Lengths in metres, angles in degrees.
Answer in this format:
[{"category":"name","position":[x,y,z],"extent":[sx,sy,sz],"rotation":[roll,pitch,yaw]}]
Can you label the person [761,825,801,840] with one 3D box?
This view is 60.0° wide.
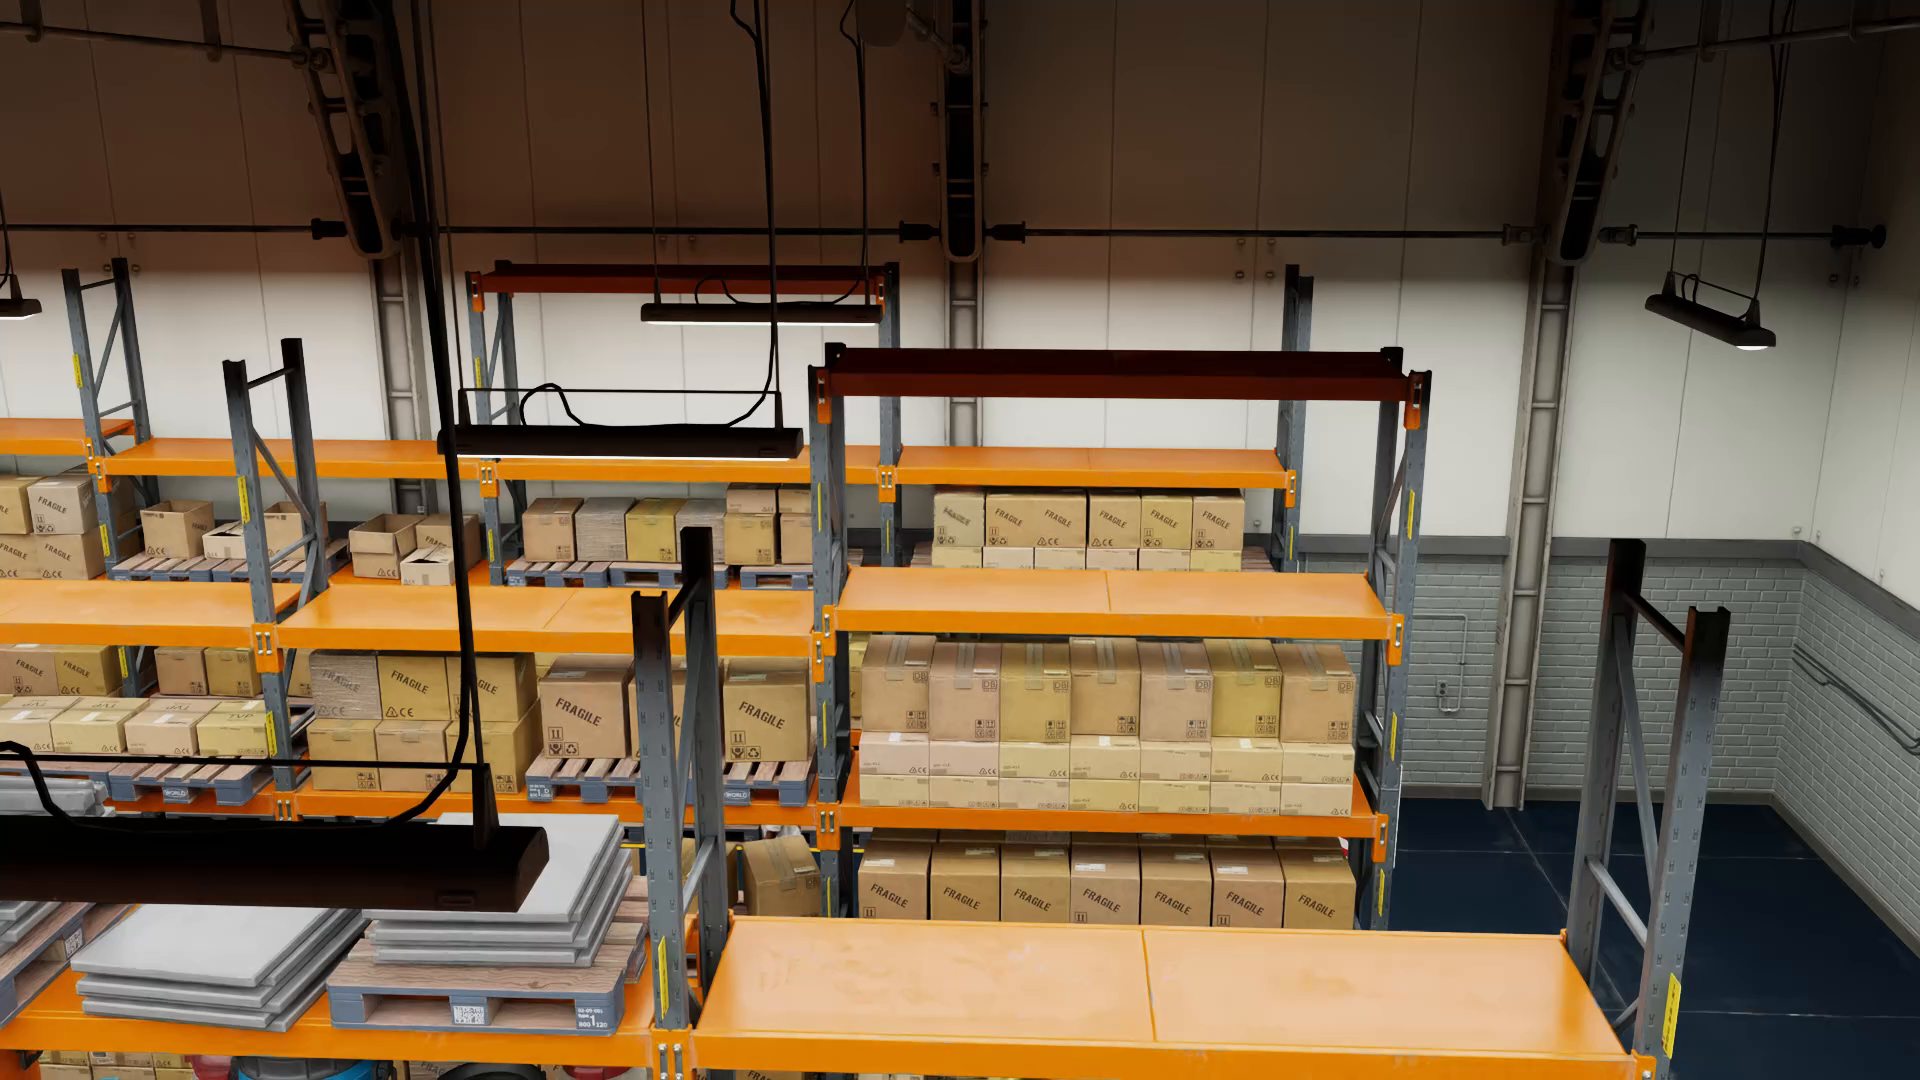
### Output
[{"category":"person","position":[-1.705,2.890,15.533],"extent":[0.581,1.807,0.621],"rotation":[3,16,10]}]
